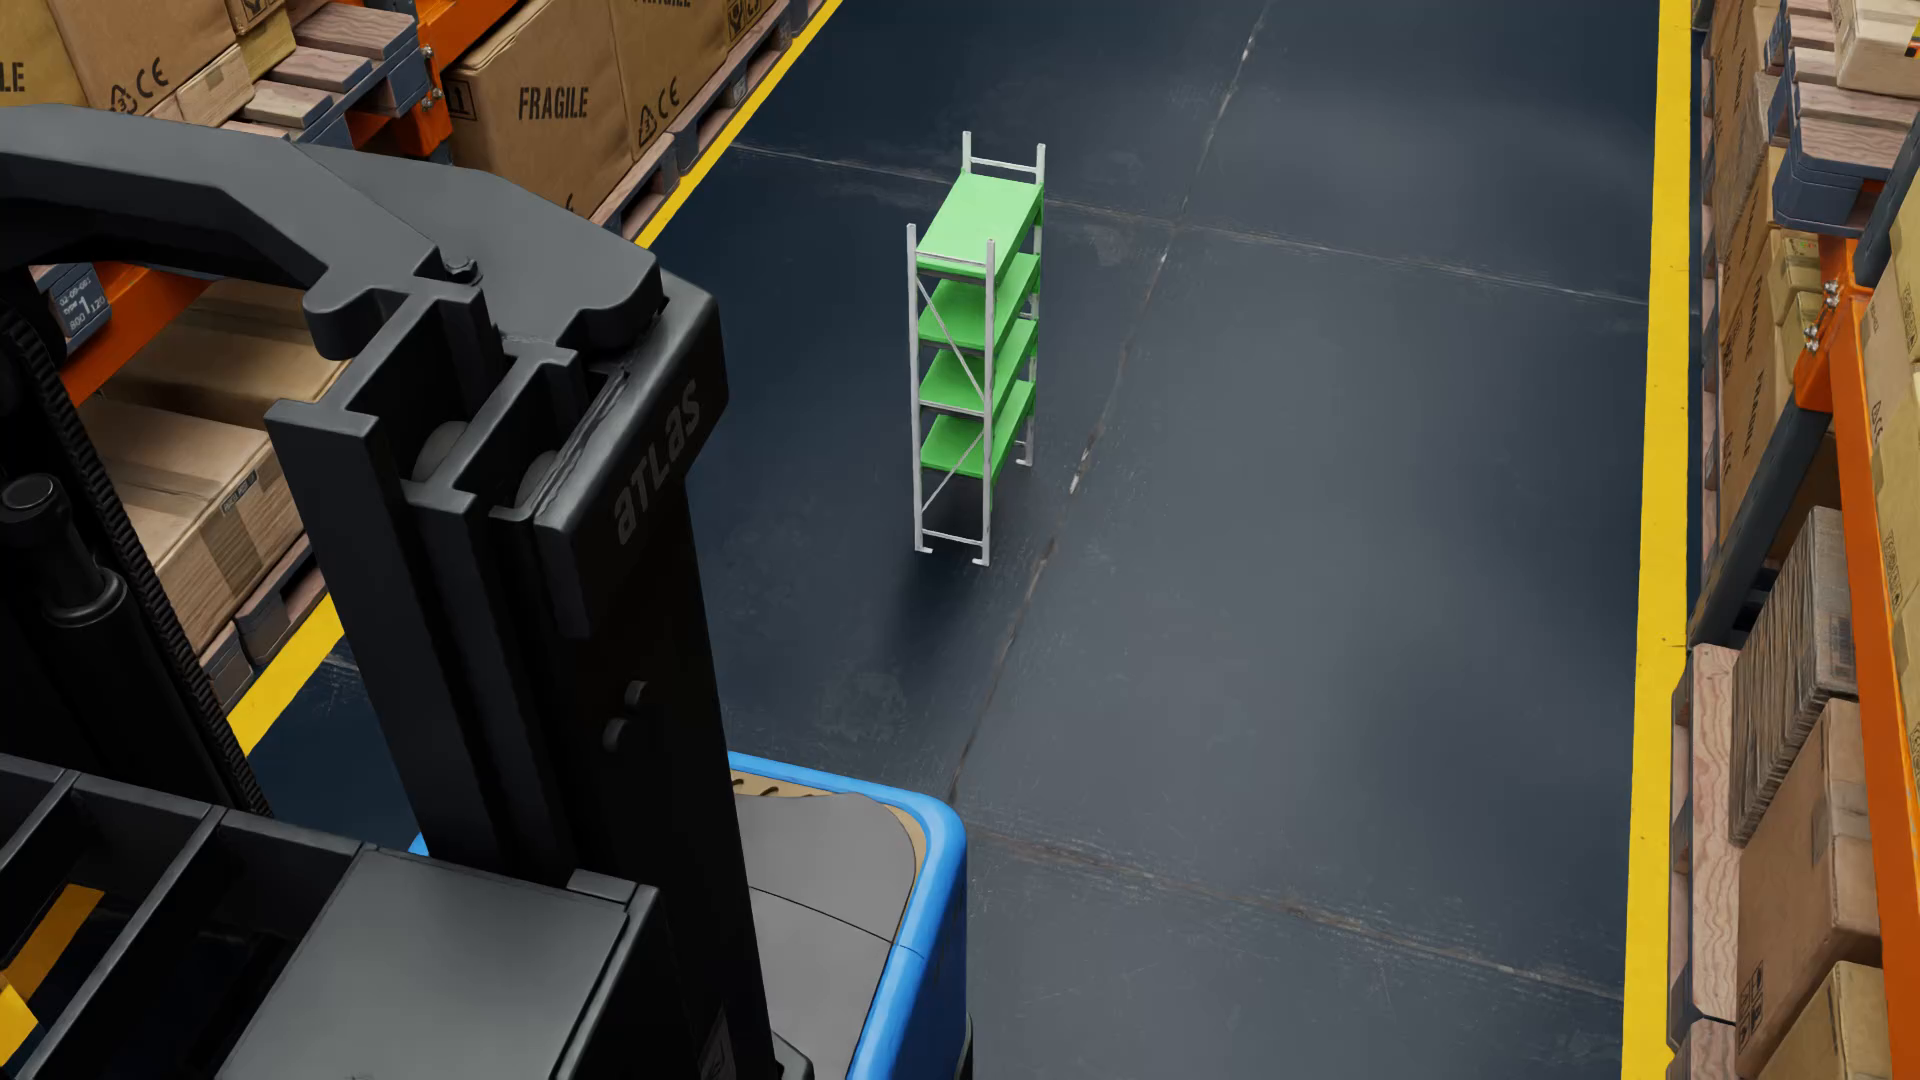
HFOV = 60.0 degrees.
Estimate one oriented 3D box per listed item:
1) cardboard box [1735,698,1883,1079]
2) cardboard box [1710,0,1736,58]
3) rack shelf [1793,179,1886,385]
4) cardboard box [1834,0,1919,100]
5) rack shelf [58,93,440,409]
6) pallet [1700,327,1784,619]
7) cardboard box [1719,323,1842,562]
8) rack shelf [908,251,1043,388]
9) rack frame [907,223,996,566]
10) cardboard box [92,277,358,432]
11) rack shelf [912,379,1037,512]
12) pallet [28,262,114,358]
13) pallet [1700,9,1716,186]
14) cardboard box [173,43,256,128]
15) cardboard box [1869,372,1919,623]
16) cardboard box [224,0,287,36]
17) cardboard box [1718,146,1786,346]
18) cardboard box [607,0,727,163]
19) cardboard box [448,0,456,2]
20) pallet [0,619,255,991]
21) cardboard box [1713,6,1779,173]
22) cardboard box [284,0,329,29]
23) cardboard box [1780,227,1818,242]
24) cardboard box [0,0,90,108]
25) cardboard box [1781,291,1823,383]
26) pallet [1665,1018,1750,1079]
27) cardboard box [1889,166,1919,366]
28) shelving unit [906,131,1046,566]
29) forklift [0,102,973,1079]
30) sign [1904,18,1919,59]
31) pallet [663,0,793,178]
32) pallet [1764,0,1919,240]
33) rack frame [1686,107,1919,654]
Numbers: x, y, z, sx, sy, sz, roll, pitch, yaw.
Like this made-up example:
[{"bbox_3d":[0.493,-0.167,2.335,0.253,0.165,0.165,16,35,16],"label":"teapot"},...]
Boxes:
[{"bbox_3d":[2.248,0.875,3.609,0.875,0.625,0.625,14,46,14],"label":"cardboard box"},{"bbox_3d":[3.490,-2.322,6.965,0.500,0.500,0.500,14,46,14],"label":"cardboard box"},{"bbox_3d":[3.246,-1.750,5.408,1.077,0.370,4.000,13,46,13],"label":"rack shelf"},{"bbox_3d":[2.473,-1.254,4.266,0.380,0.149,0.250,13,46,13],"label":"cardboard box"},{"bbox_3d":[-2.698,-0.133,3.755,1.077,0.370,4.000,13,46,13],"label":"rack shelf"},{"bbox_3d":[2.902,-0.167,5.270,1.003,0.211,1.213,13,46,13],"label":"pallet"},{"bbox_3d":[2.563,-0.258,4.856,0.500,0.500,0.500,14,46,14],"label":"cardboard box"},{"bbox_3d":[0.050,-0.665,4.820,0.258,0.148,0.480,13,46,13],"label":"rack shelf"},{"bbox_3d":[-0.024,-0.377,4.777,0.240,1.200,0.015,13,46,13],"label":"rack frame"},{"bbox_3d":[-2.272,-0.559,5.255,0.950,0.372,0.625,10,45,10],"label":"cardboard box"},{"bbox_3d":[0.050,-0.322,5.156,0.258,0.148,0.480,13,46,13],"label":"rack shelf"},{"bbox_3d":[-2.652,-0.326,3.576,1.003,0.211,1.213,13,46,13],"label":"pallet"},{"bbox_3d":[3.641,-1.793,6.932,1.003,0.211,1.213,13,46,13],"label":"pallet"},{"bbox_3d":[-2.013,-1.143,4.153,0.380,0.149,0.250,12,46,12],"label":"cardboard box"},{"bbox_3d":[2.116,-0.042,3.256,0.500,0.250,0.500,12,46,12],"label":"cardboard box"},{"bbox_3d":[-1.965,-1.653,4.210,0.500,0.500,0.500,11,46,11],"label":"cardboard box"},{"bbox_3d":[2.881,-0.939,5.552,0.500,0.500,0.500,14,46,14],"label":"cardboard box"},{"bbox_3d":[-1.529,-2.150,6.521,0.875,0.875,0.875,13,46,13],"label":"cardboard box"},{"bbox_3d":[-1.704,-1.942,5.197,0.500,0.250,0.500,12,46,12],"label":"cardboard box"},{"bbox_3d":[-2.701,0.605,4.481,1.003,0.211,1.213,13,46,13],"label":"pallet"},{"bbox_3d":[3.183,-1.633,6.262,0.500,0.500,0.500,11,45,11],"label":"cardboard box"},{"bbox_3d":[-1.967,-1.515,4.533,0.380,0.149,0.250,14,46,14],"label":"cardboard box"},{"bbox_3d":[2.723,-0.900,5.048,0.380,0.149,0.250,11,45,11],"label":"cardboard box"},{"bbox_3d":[-2.262,-0.970,3.512,0.500,0.500,0.500,10,45,10],"label":"cardboard box"},{"bbox_3d":[2.548,-0.545,4.686,0.380,0.149,0.250,10,45,11],"label":"cardboard box"},{"bbox_3d":[1.982,1.674,3.389,1.003,0.211,1.213,13,46,13],"label":"pallet"},{"bbox_3d":[2.249,-0.560,3.428,0.500,0.250,0.500,12,46,12],"label":"cardboard box"},{"bbox_3d":[0.050,-0.539,4.943,0.258,1.200,0.503,13,46,13],"label":"shelving unit"},{"bbox_3d":[-0.854,1.132,1.998,1.130,2.935,3.031,11,45,11],"label":"forklift"},{"bbox_3d":[2.120,-1.168,3.528,0.100,0.325,0.005,13,46,13],"label":"sign"},{"bbox_3d":[-1.410,-2.046,7.190,1.003,0.211,1.213,13,46,13],"label":"pallet"},{"bbox_3d":[2.778,-1.072,4.338,1.213,0.211,1.003,13,46,13],"label":"pallet"},{"bbox_3d":[2.640,-0.674,3.794,1.000,3.000,0.127,13,46,13],"label":"rack frame"}]
